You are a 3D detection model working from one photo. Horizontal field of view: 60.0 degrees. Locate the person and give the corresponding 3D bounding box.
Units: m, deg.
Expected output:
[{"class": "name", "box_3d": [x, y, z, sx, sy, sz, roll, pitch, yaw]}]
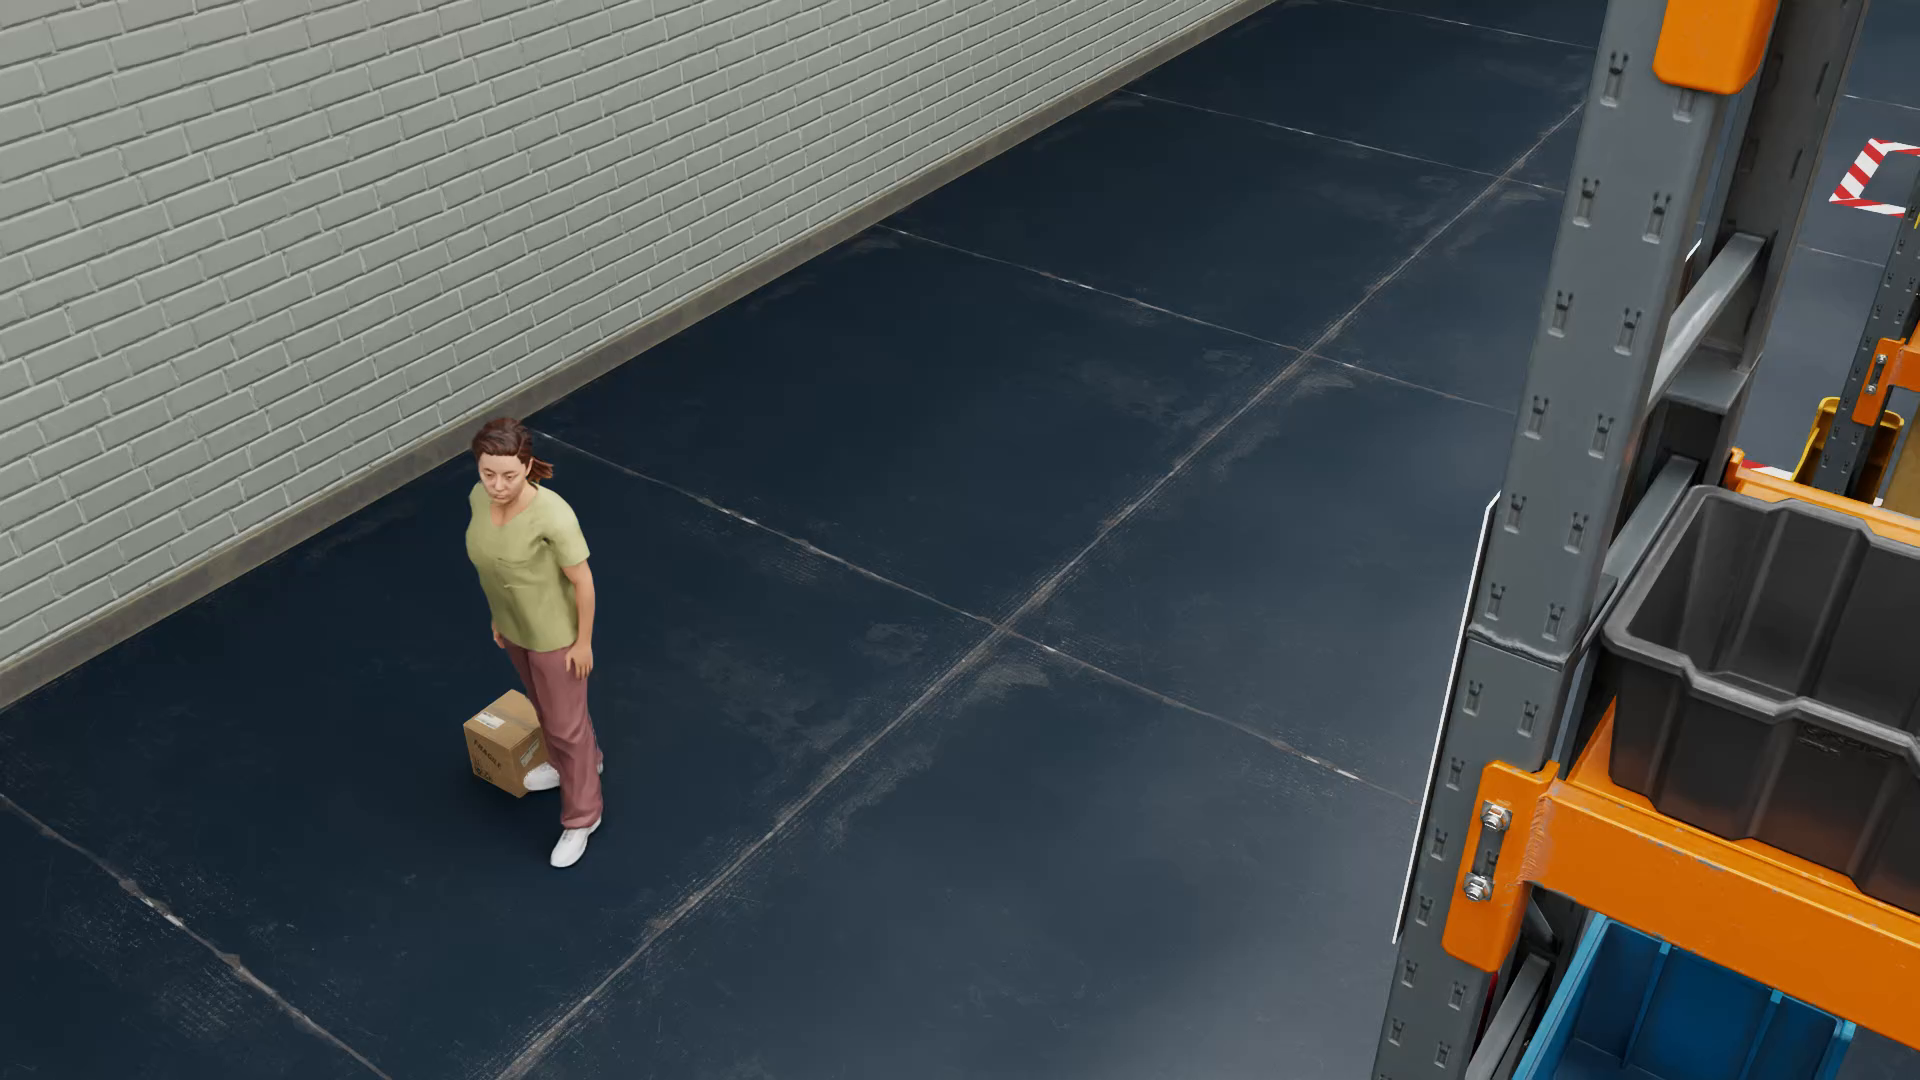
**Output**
[{"class": "person", "box_3d": [-1.451, 0.312, 5.667, 0.477, 1.674, 0.482, 22, 41, 29]}]
